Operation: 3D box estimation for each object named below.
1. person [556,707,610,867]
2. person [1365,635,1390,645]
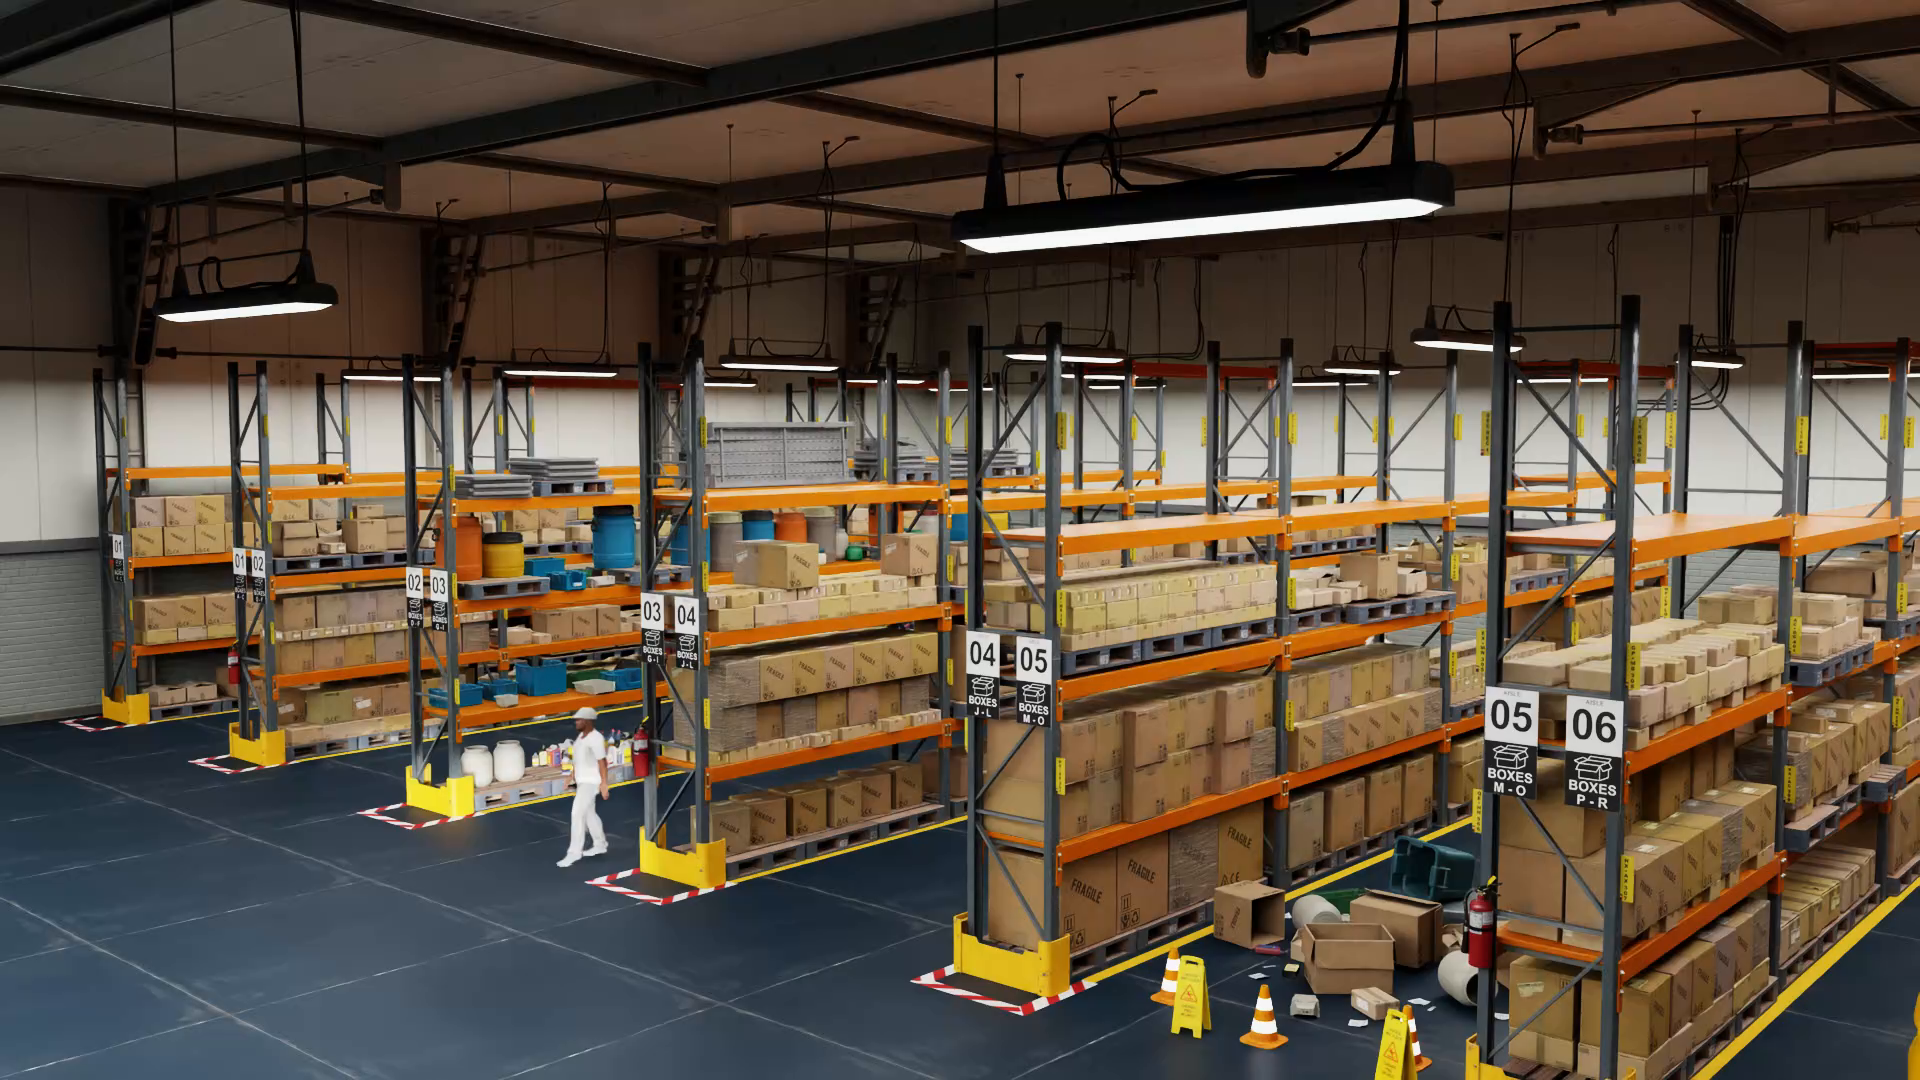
[{"bbox_3d":[-4.462,2.855,19.498,0.680,1.775,0.624,-2,5,-26],"label":"person"},{"bbox_3d":[6.881,2.247,27.651,0.555,1.706,1.114,3,5,37],"label":"person"}]
